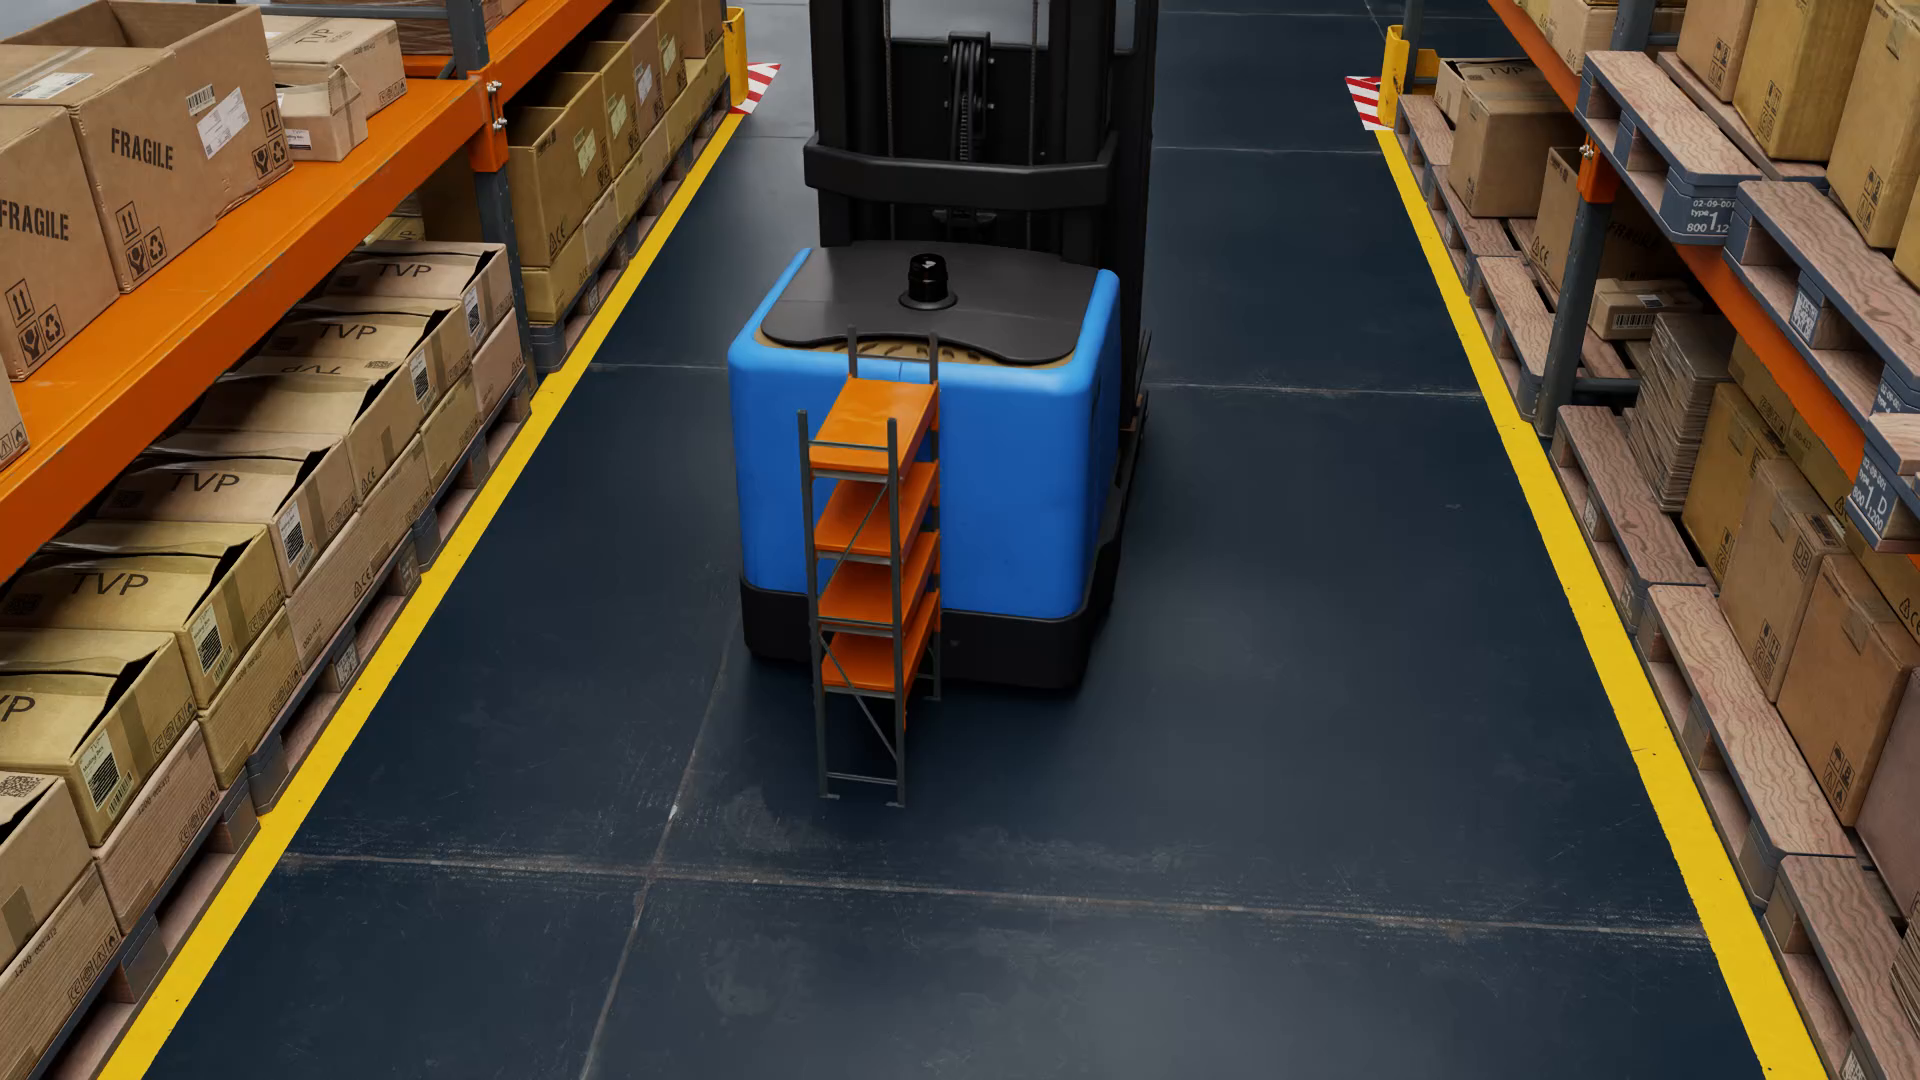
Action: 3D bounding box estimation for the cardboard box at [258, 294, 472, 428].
[{"bbox_3d":[-1.996,-0.634,5.605,0.500,0.311,0.500,3,32,5],"label":"cardboard box"}]

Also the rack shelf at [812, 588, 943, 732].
[{"bbox_3d":[-0.221,0.311,4.605,0.258,0.148,0.480,6,32,9],"label":"rack shelf"}]

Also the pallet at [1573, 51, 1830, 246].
[{"bbox_3d":[2.518,-1.198,5.018,1.003,0.211,1.213,2,32,4],"label":"pallet"}]

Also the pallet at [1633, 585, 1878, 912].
[{"bbox_3d":[2.566,0.560,4.639,1.003,0.211,1.213,2,32,4],"label":"pallet"}]

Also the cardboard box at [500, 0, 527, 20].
[{"bbox_3d":[-2.146,-2.434,6.745,0.700,0.500,0.500,2,32,3],"label":"cardboard box"}]

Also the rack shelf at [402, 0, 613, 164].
[{"bbox_3d":[-2.050,-2.623,7.832,1.077,0.370,4.000,2,32,4],"label":"rack shelf"}]

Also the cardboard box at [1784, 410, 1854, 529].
[{"bbox_3d":[2.611,-0.228,4.509,0.500,0.250,0.500,2,32,3],"label":"cardboard box"}]

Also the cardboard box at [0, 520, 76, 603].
[{"bbox_3d":[-2.661,0.141,4.348,0.500,0.311,0.500,2,32,4],"label":"cardboard box"}]

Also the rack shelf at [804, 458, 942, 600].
[{"bbox_3d":[-0.222,-0.047,4.382,0.258,0.148,0.480,6,32,9],"label":"rack shelf"}]

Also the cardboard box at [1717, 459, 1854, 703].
[{"bbox_3d":[2.608,0.126,4.649,0.700,0.500,0.500,3,32,5],"label":"cardboard box"}]

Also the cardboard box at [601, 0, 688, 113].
[{"bbox_3d":[-1.701,-2.486,8.430,0.500,0.500,0.500,2,32,4],"label":"cardboard box"}]

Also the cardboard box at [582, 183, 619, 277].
[{"bbox_3d":[-1.827,-1.382,7.354,0.500,0.250,0.500,2,32,4],"label":"cardboard box"}]

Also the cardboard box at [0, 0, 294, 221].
[{"bbox_3d":[-2.334,-1.249,4.823,0.500,0.500,0.500,5,32,8],"label":"cardboard box"}]

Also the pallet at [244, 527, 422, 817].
[{"bbox_3d":[-2.330,0.331,5.012,1.003,0.211,1.213,2,32,4],"label":"pallet"}]

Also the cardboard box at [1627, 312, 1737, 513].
[{"bbox_3d":[2.682,-0.411,5.521,0.700,0.500,0.500,3,32,6],"label":"cardboard box"}]

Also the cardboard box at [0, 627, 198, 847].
[{"bbox_3d":[-2.169,0.425,3.887,0.500,0.311,0.500,2,32,3],"label":"cardboard box"}]

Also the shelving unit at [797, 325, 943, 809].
[{"bbox_3d":[-0.222,0.085,4.465,0.258,1.200,0.503,6,32,9],"label":"shelving unit"}]

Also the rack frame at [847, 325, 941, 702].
[{"bbox_3d":[-0.176,-0.042,4.668,0.240,1.200,0.015,6,32,9],"label":"rack frame"}]

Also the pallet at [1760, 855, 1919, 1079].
[{"bbox_3d":[2.464,1.197,3.607,1.003,0.211,1.213,2,32,4],"label":"pallet"}]

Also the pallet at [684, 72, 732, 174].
[{"bbox_3d":[-1.907,-2.386,9.420,1.003,0.211,1.213,2,32,4],"label":"pallet"}]

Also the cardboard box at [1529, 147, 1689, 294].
[{"bbox_3d":[2.770,-1.341,7.030,0.500,0.500,0.500,0,32,0],"label":"cardboard box"}]

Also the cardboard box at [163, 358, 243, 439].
[{"bbox_3d":[-2.581,-0.392,5.214,0.500,0.311,0.500,1,32,2],"label":"cardboard box"}]

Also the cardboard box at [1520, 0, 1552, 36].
[{"bbox_3d":[2.510,-2.139,6.486,0.500,0.250,0.500,3,32,4],"label":"cardboard box"}]

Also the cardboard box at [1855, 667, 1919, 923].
[{"bbox_3d":[2.564,0.652,3.796,0.700,0.500,0.500,2,32,4],"label":"cardboard box"}]

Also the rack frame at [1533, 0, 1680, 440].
[{"bbox_3d":[2.725,-1.673,5.606,1.000,3.000,0.127,2,32,4],"label":"rack frame"}]

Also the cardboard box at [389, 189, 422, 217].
[{"bbox_3d":[-2.340,-1.723,7.193,0.500,0.500,0.500,2,32,4],"label":"cardboard box"}]

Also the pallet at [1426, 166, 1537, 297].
[{"bbox_3d":[2.841,-1.479,7.948,1.003,0.211,1.213,2,32,4],"label":"pallet"}]

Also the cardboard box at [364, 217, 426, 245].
[{"bbox_3d":[-2.393,-1.143,6.966,0.500,0.250,0.500,2,32,4],"label":"cardboard box"}]

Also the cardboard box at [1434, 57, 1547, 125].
[{"bbox_3d":[2.905,-2.450,9.010,0.500,0.311,0.500,-1,32,-2],"label":"cardboard box"}]

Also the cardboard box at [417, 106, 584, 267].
[{"bbox_3d":[-1.863,-1.440,6.733,0.500,0.500,0.500,2,32,4],"label":"cardboard box"}]

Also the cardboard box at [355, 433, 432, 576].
[{"bbox_3d":[-2.042,-0.130,5.323,0.500,0.250,0.500,3,32,5],"label":"cardboard box"}]

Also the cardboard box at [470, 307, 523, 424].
[{"bbox_3d":[-1.957,-0.662,6.186,0.500,0.250,0.500,2,32,4],"label":"cardboard box"}]

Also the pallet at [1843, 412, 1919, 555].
[{"bbox_3d":[2.351,0.123,2.875,1.213,0.211,1.003,2,32,4],"label":"pallet"}]

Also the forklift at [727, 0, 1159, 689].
[{"bbox_3d":[0.116,-1.570,5.504,1.130,2.935,3.031,6,32,9],"label":"forklift"}]

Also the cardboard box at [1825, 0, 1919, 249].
[{"bbox_3d":[2.574,-1.001,4.001,0.700,0.500,0.500,7,32,11],"label":"cardboard box"}]

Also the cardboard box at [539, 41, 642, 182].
[{"bbox_3d":[-1.782,-1.963,7.581,0.500,0.500,0.500,2,32,4],"label":"cardboard box"}]

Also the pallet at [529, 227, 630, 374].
[{"bbox_3d":[-2.106,-1.110,7.350,1.003,0.211,1.213,2,32,4],"label":"pallet"}]

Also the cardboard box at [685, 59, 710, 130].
[{"bbox_3d":[-1.665,-2.428,9.051,0.500,0.250,0.500,2,32,4],"label":"cardboard box"}]

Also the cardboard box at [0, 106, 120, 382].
[{"bbox_3d":[-2.418,-0.712,3.951,0.500,0.500,0.500,1,32,1],"label":"cardboard box"}]

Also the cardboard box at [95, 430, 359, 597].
[{"bbox_3d":[-2.083,-0.110,4.756,0.500,0.311,0.500,2,32,3],"label":"cardboard box"}]

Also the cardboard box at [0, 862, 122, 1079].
[{"bbox_3d":[-2.203,0.939,3.588,0.500,0.250,0.500,2,32,4],"label":"cardboard box"}]

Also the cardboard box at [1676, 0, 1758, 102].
[{"bbox_3d":[2.650,-1.639,5.035,0.700,0.500,0.500,3,32,4],"label":"cardboard box"}]

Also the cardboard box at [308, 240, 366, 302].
[{"bbox_3d":[-2.495,-0.925,6.077,0.500,0.311,0.500,3,32,4],"label":"cardboard box"}]

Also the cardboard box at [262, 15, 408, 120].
[{"bbox_3d":[-2.209,-1.560,5.565,0.500,0.250,0.500,4,32,7],"label":"cardboard box"}]

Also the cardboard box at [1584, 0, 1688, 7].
[{"bbox_3d":[2.455,-2.198,5.866,0.500,0.500,0.500,2,32,4],"label":"cardboard box"}]

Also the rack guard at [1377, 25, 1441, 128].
[{"bbox_3d":[3.044,-2.661,9.592,1.175,0.500,0.348,2,32,4],"label":"rack guard"}]

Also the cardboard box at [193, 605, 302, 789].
[{"bbox_3d":[-2.127,0.404,4.456,0.500,0.250,0.500,2,32,3],"label":"cardboard box"}]

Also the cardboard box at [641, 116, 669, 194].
[{"bbox_3d":[-1.746,-1.905,8.203,0.500,0.250,0.500,2,32,4],"label":"cardboard box"}]

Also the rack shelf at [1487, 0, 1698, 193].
[{"bbox_3d":[2.888,-2.413,7.492,1.077,0.370,4.000,2,32,4],"label":"rack shelf"}]

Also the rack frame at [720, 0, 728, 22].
[{"bbox_3d":[-1.887,-3.975,9.341,1.000,3.000,0.127,2,32,4],"label":"rack frame"}]
